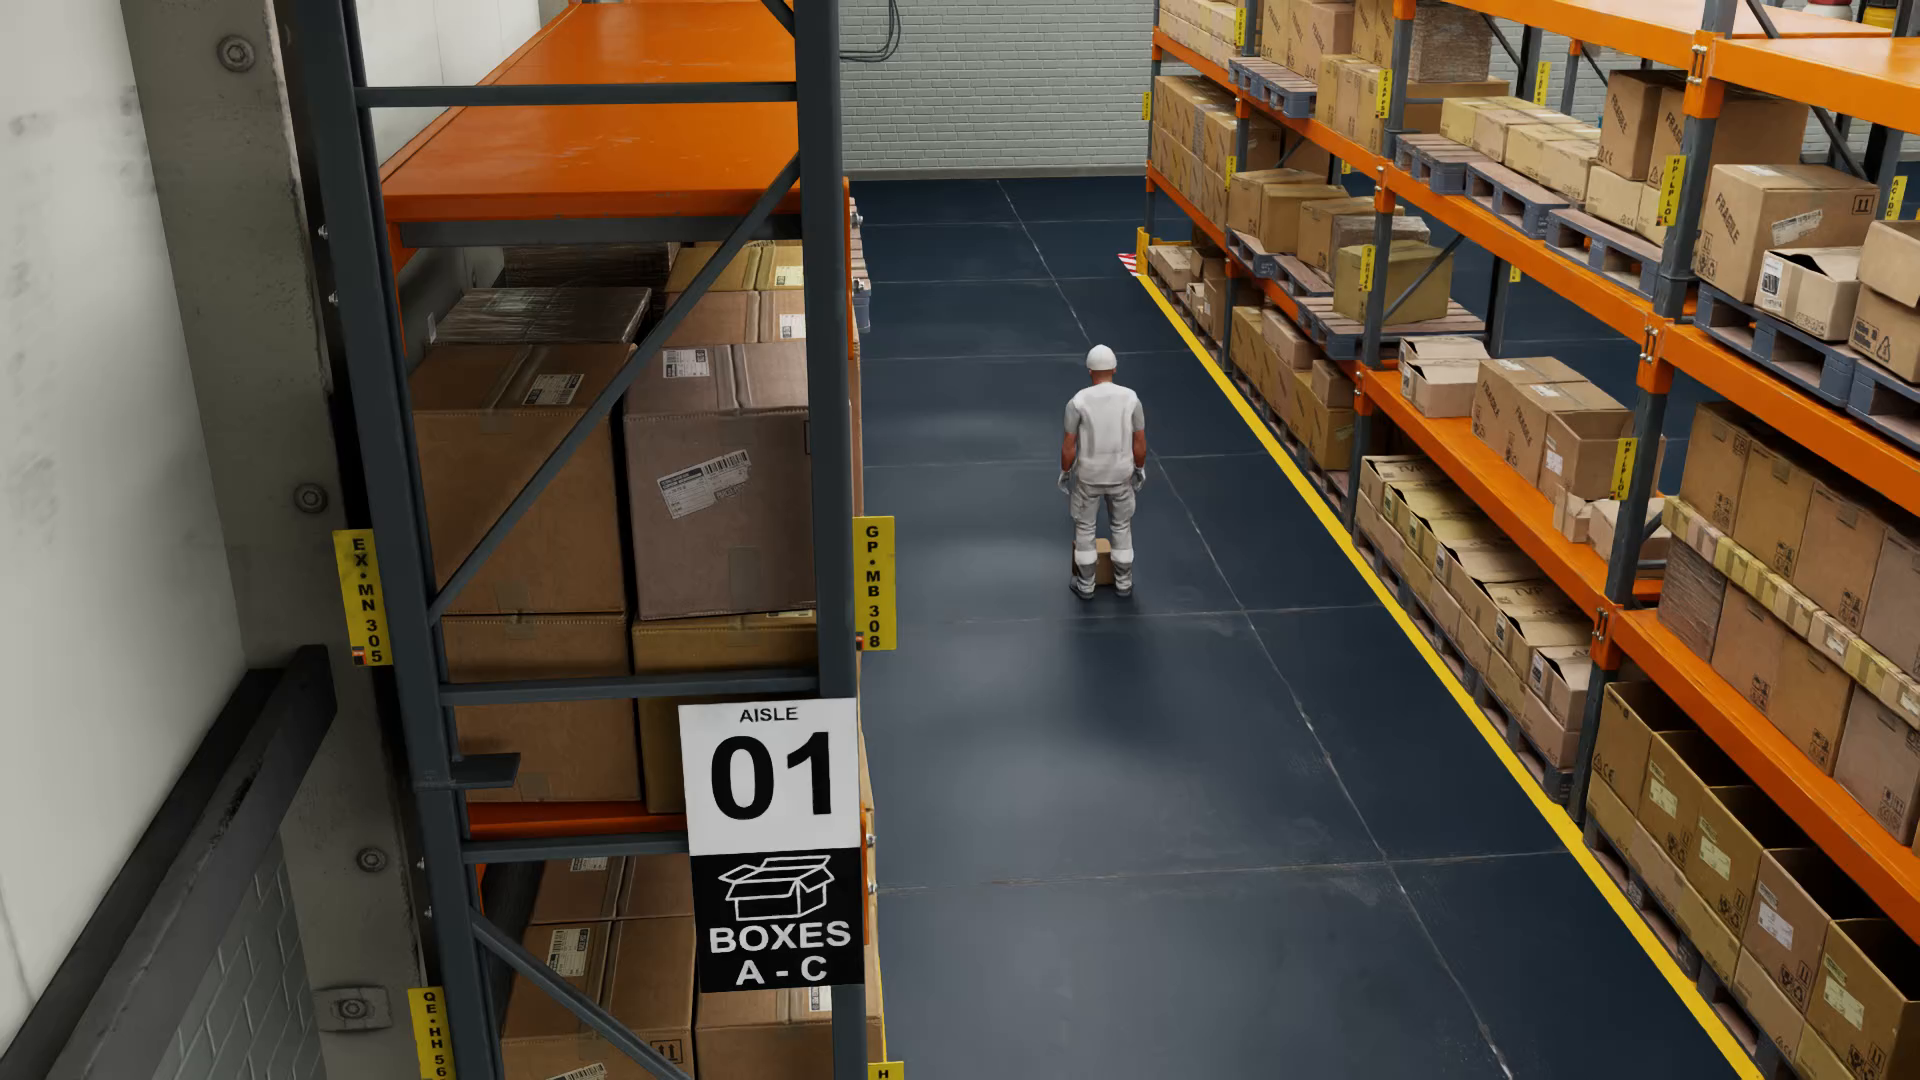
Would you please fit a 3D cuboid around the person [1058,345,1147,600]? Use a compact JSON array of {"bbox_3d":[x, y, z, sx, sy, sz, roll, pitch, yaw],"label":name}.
[{"bbox_3d":[0.972,-0.453,11.352,0.608,1.779,0.453,-2,24,-5],"label":"person"}]
